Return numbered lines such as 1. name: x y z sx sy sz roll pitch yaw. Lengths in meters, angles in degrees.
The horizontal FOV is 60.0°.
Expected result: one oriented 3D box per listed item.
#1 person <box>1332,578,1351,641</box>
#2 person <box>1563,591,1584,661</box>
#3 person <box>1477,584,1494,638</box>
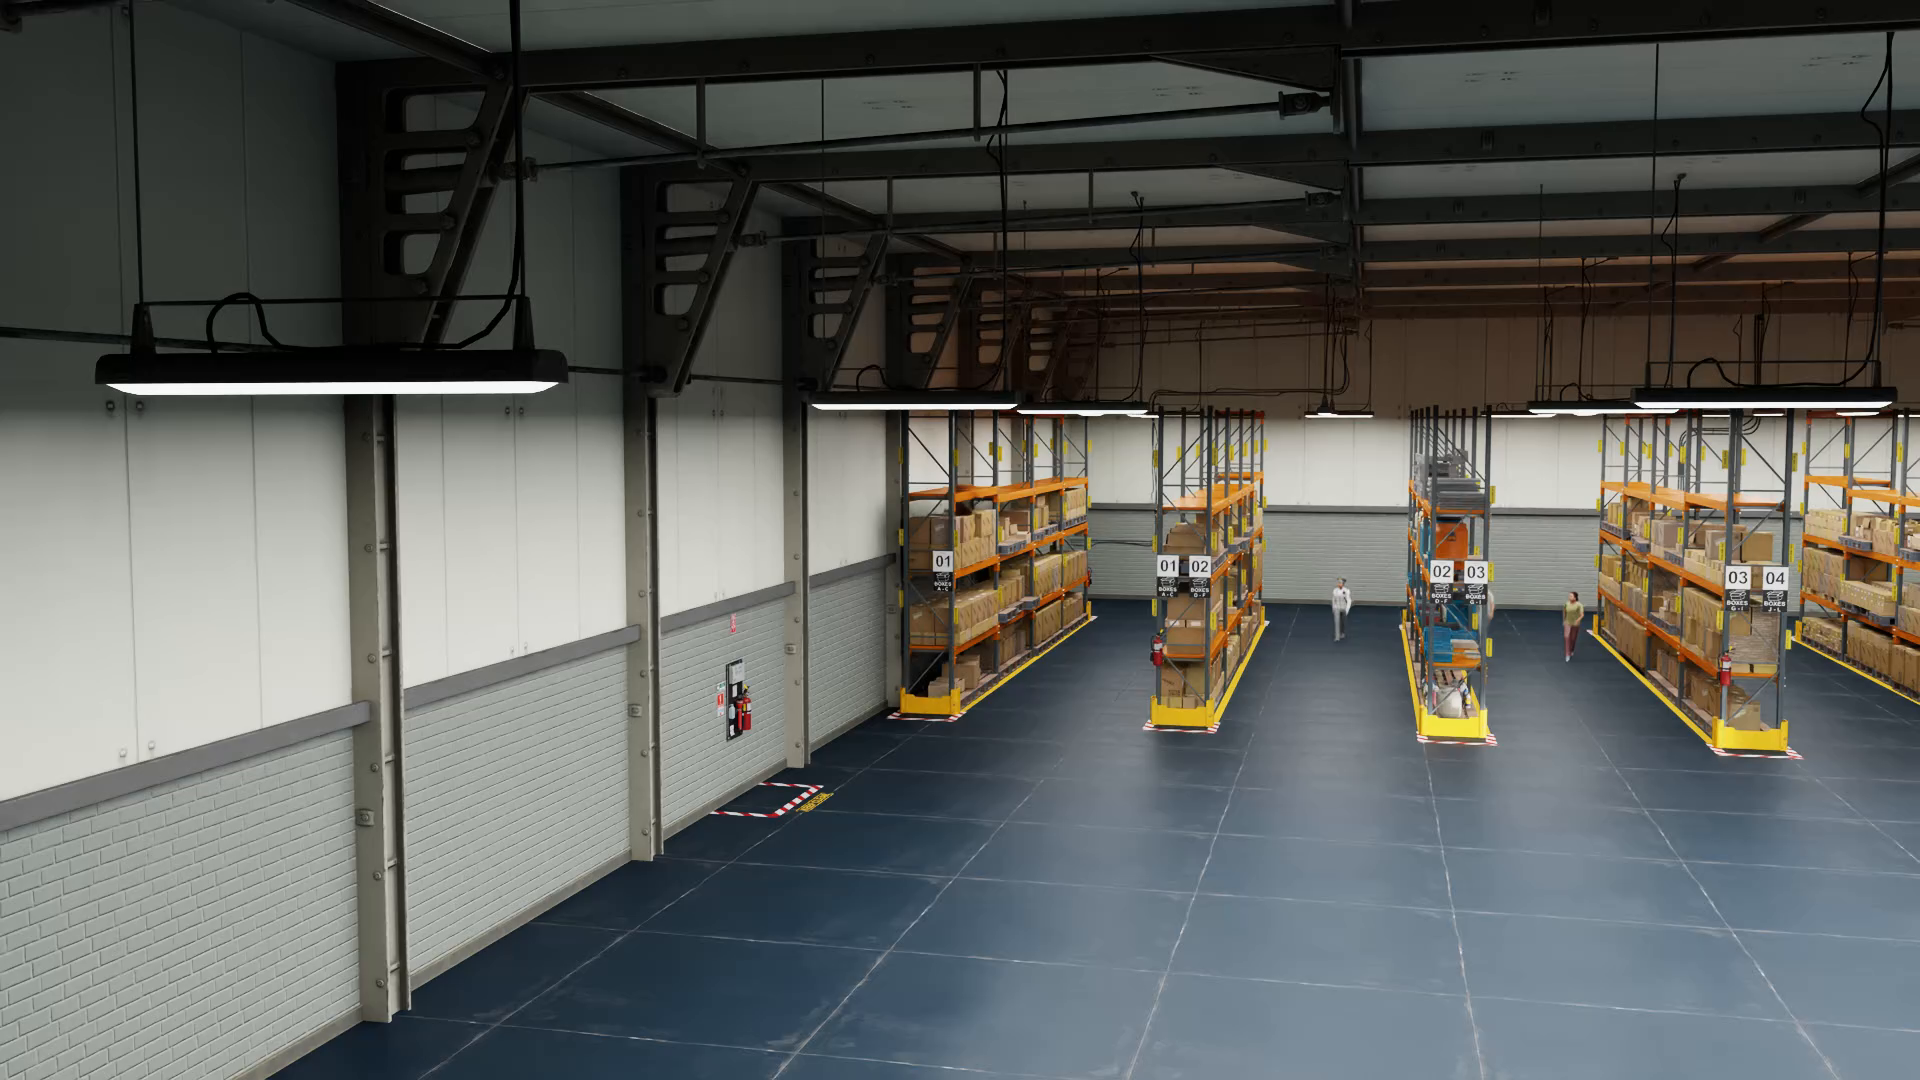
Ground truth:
1. person: 9.920 1.793 43.240 0.481 1.636 0.983 1 4 10
2. person: 14.747 2.050 39.970 0.451 1.648 0.982 1 4 18
3. person: 13.362 1.882 42.298 0.413 1.621 1.064 1 4 9
